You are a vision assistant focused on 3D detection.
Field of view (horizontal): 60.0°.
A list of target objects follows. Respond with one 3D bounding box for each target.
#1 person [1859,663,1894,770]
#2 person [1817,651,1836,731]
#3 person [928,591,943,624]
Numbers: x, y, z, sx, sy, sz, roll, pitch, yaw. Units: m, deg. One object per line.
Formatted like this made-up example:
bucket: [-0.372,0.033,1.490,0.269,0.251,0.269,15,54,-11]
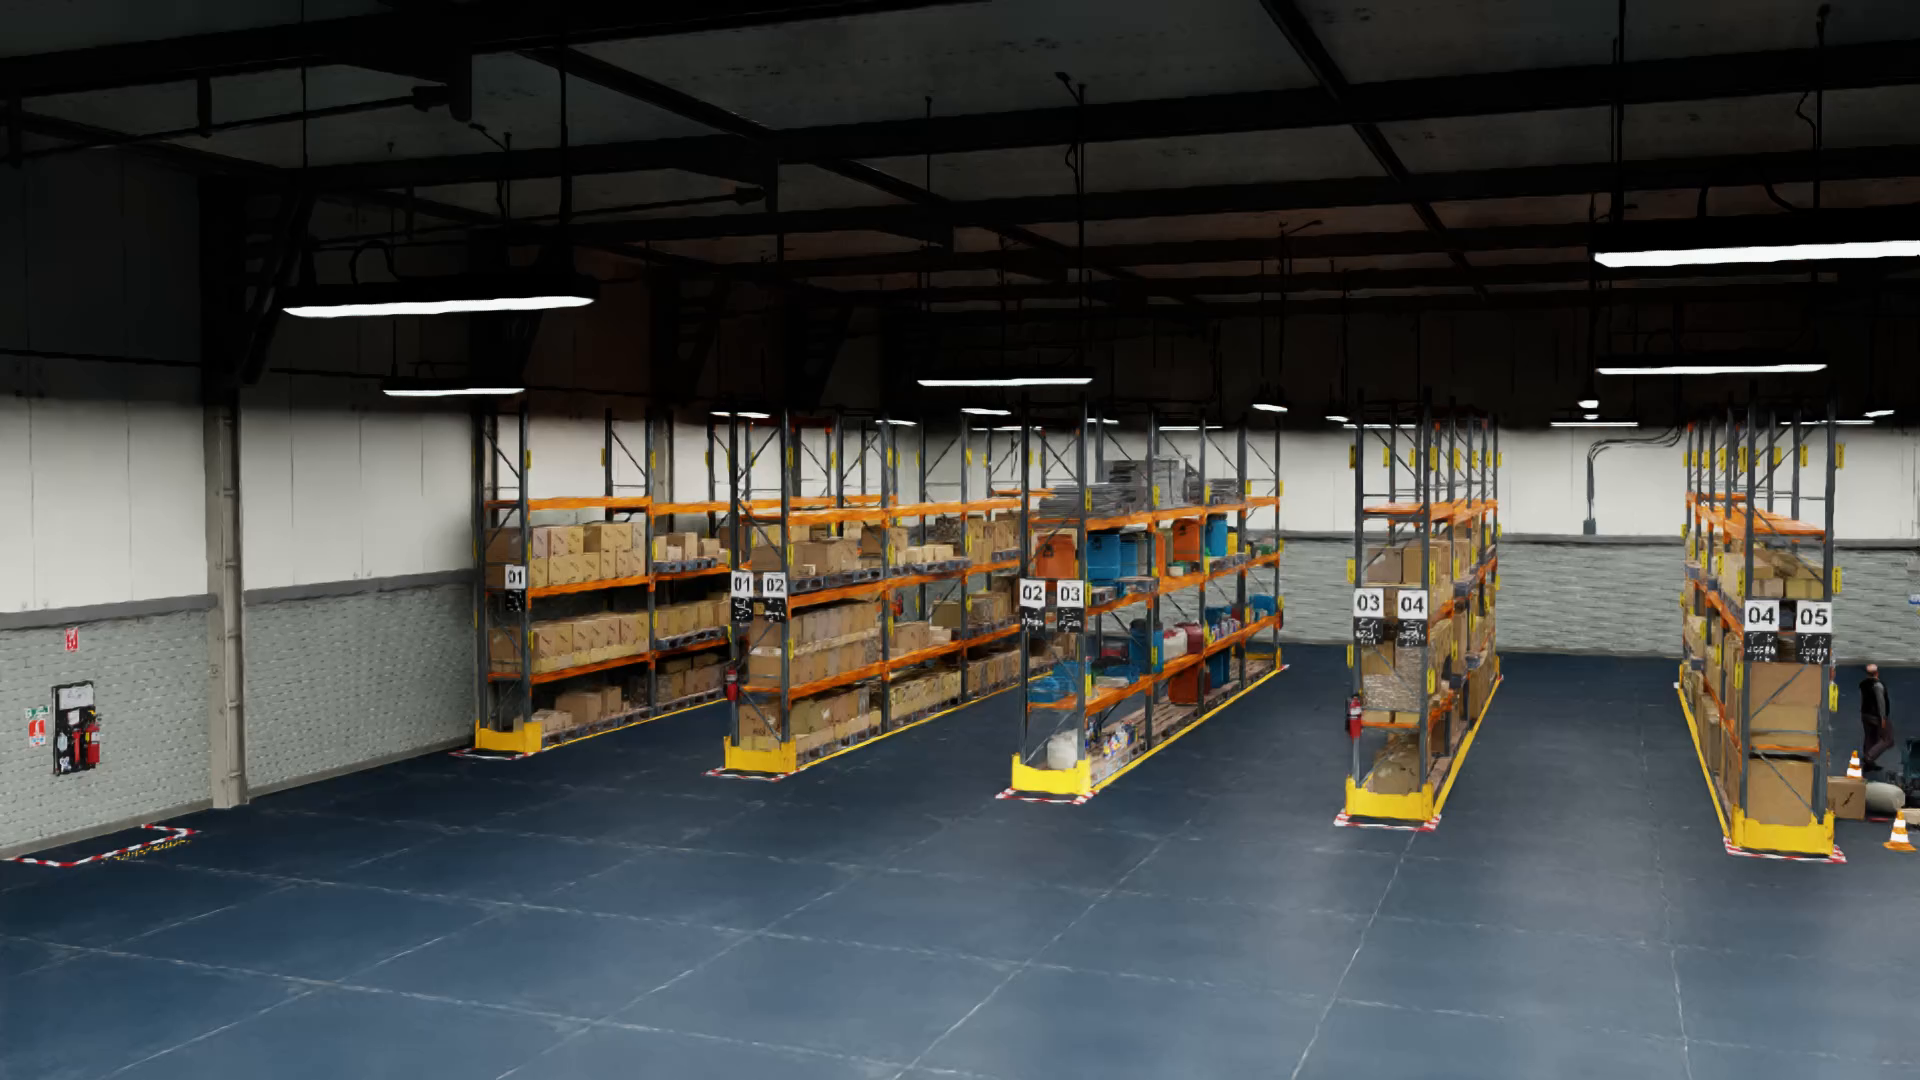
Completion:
person: [14.658,2.842,26.678,0.447,1.720,0.569,0,3,-5]
person: [15.948,2.600,30.687,0.457,1.783,0.618,-1,3,-10]
person: [-0.524,2.115,42.808,0.639,1.628,0.512,1,3,19]
